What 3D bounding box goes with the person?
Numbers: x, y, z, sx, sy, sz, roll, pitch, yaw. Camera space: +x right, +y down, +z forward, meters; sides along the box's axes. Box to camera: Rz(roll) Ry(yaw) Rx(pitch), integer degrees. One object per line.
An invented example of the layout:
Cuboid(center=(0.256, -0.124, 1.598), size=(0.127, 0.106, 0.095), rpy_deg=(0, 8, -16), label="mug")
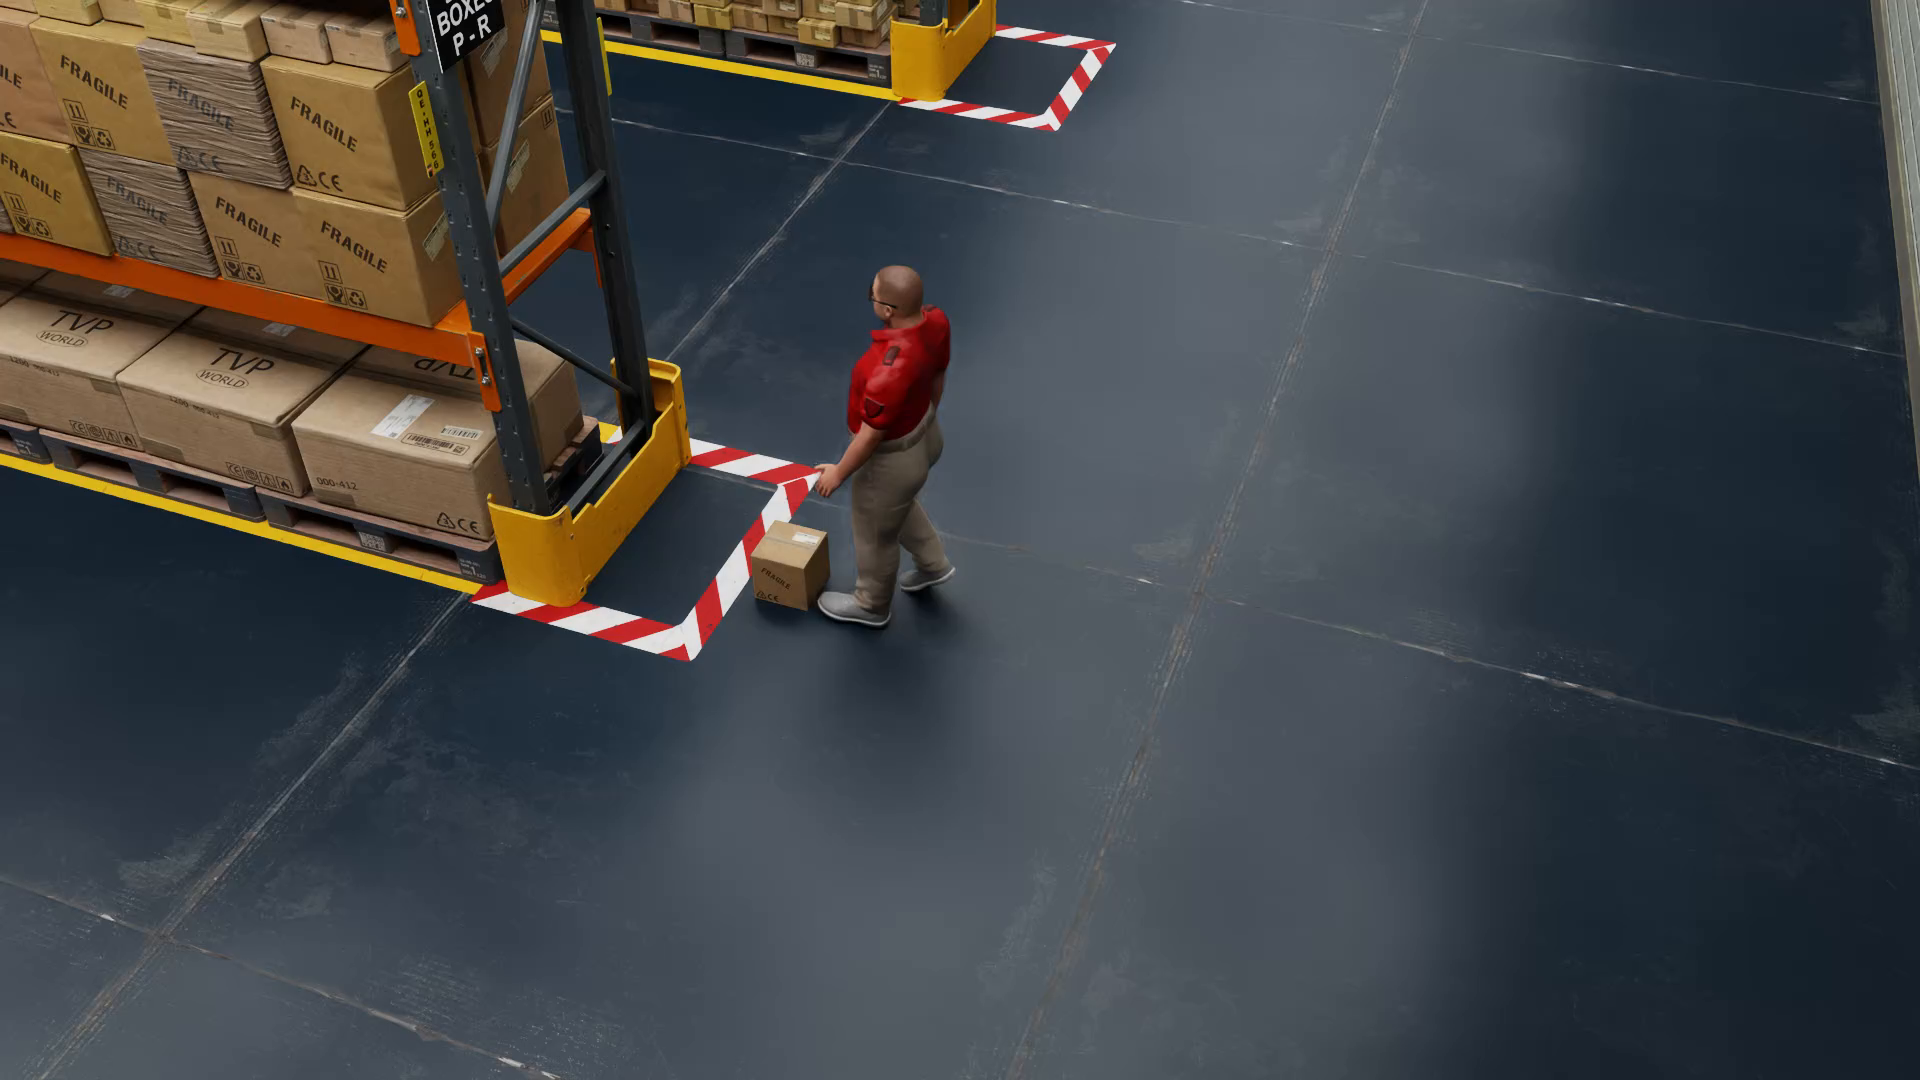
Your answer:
Cuboid(center=(-0.330, -0.331, 6.581), size=(0.483, 1.793, 0.556), rpy_deg=(14, 43, 15), label="person")
